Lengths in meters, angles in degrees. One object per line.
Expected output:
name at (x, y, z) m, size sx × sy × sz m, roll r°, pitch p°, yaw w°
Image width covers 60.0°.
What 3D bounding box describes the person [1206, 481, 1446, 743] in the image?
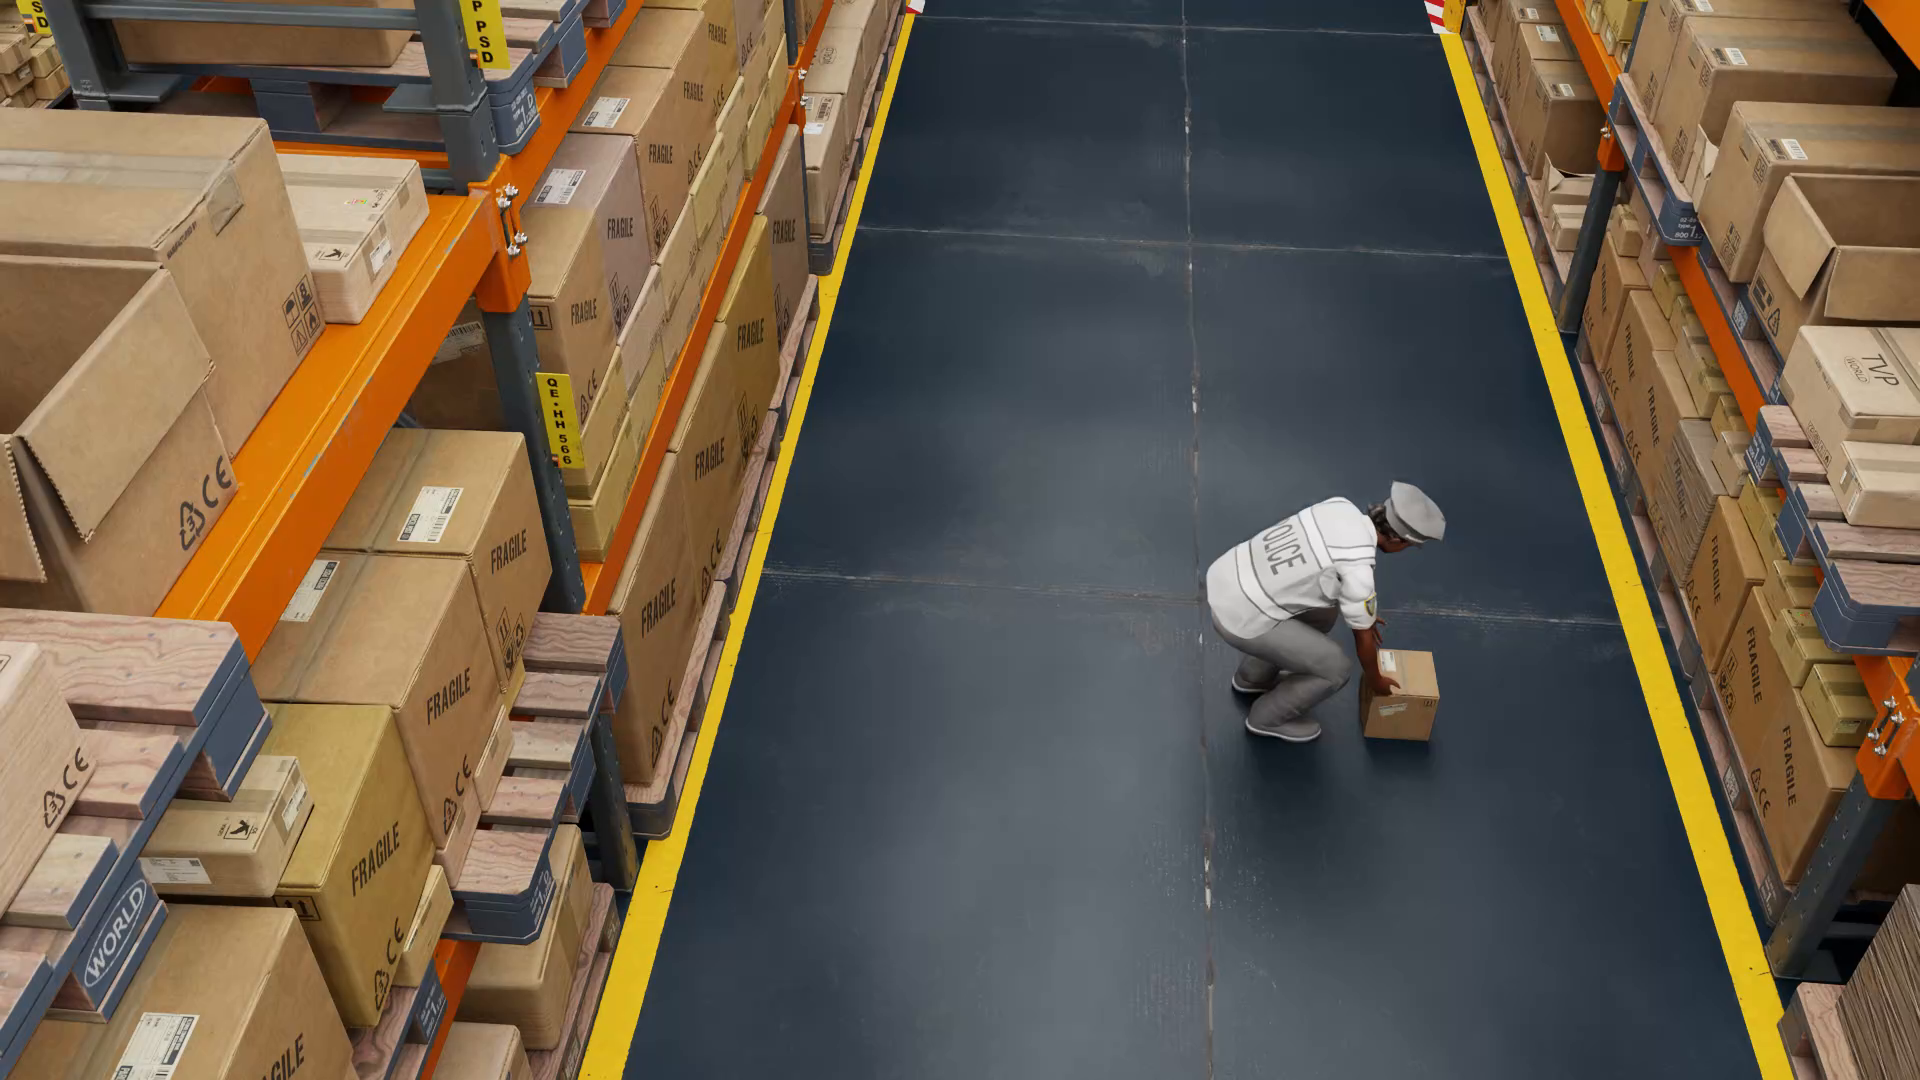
person at (1.346, 0.251, 6.314) m, size 0.835 × 1.083 × 0.489 m, roll 3°, pitch 40°, yaw 4°
